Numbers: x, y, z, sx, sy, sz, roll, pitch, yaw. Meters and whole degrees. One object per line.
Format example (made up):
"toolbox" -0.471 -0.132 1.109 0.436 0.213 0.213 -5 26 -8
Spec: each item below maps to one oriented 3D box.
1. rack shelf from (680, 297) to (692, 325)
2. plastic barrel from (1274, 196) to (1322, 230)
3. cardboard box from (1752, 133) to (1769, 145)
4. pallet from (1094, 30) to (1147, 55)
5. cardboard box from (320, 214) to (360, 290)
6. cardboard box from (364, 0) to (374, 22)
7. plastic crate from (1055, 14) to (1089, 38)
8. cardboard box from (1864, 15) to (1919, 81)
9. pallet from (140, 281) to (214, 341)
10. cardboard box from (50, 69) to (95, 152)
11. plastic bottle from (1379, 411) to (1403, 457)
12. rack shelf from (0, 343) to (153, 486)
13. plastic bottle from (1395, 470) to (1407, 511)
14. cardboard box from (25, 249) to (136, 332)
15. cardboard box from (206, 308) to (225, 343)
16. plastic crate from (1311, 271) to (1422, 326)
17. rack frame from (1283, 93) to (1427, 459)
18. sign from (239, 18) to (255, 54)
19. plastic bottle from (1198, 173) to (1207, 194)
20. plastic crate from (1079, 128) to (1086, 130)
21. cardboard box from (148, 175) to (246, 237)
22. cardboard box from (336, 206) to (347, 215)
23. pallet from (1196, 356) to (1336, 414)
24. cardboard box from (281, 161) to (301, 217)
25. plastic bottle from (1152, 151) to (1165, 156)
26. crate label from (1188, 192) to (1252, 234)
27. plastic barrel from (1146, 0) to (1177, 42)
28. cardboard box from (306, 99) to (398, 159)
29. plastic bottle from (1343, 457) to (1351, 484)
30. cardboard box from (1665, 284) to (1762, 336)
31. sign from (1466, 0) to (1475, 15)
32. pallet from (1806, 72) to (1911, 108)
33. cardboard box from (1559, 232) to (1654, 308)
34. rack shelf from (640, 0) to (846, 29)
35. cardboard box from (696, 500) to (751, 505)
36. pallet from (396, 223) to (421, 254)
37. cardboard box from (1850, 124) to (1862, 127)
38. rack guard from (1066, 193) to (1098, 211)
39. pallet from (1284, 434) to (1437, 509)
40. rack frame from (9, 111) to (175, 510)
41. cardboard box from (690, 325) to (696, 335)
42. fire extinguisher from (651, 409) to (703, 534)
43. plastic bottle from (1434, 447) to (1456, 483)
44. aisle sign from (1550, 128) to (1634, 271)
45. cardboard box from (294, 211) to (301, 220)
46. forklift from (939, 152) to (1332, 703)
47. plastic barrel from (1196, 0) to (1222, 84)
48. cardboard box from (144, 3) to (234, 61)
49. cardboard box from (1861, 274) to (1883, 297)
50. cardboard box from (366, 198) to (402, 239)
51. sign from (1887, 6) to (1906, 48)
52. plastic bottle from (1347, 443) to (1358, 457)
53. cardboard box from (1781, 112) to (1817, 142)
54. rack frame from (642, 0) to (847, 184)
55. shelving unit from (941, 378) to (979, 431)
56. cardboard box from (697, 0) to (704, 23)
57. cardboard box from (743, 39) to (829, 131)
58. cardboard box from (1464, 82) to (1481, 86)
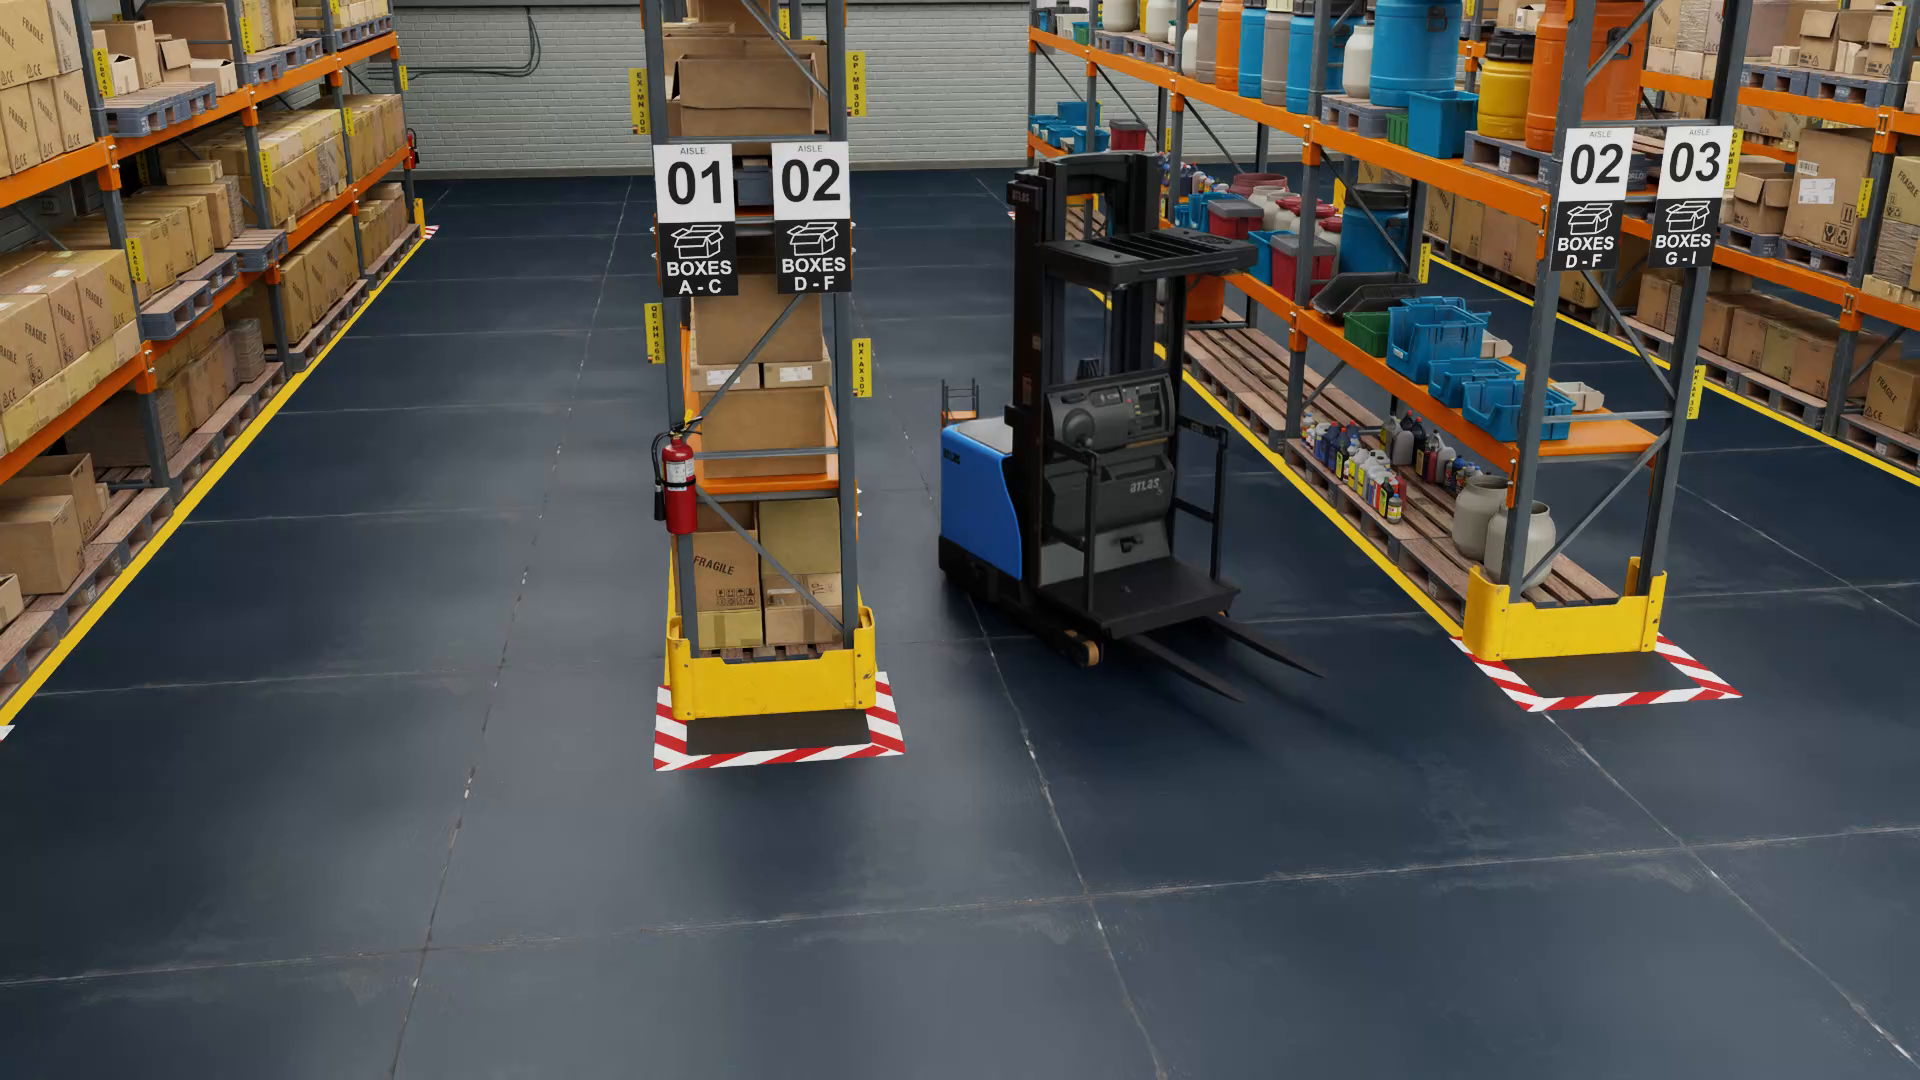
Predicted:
"rack shelf" -1.952 -2.213 14.883 1.077 0.370 4.000 -3 21 -8
"plastic barrel" 3.150 -2.916 15.543 0.433 0.535 0.433 0 20 0
"cardboard box" 11.431 -5.673 23.477 0.380 0.149 0.250 -4 21 -10
"pallet" 2.295 -5.927 19.780 1.213 0.211 1.003 -3 21 -8
"cardboard box" -7.496 -3.348 19.365 0.750 0.750 0.750 -3 21 -7
"cardboard box" -7.770 -6.740 21.158 0.500 0.250 0.500 -4 21 -9
"plastic crate" 1.523 -6.828 22.093 0.437 0.282 0.530 -3 21 -8
"cardboard box" 8.170 -4.174 14.070 0.797 0.503 0.637 -4 21 -10
"pallet" -6.531 -1.789 12.993 1.003 0.211 1.213 -3 21 -8
"cardboard box" -6.247 -2.905 11.248 0.500 0.500 0.500 -2 21 -6
"plastic bottle" 3.474 -0.856 13.378 0.144 0.351 0.185 -3 21 -8
"rack shelf" -6.277 -0.577 10.503 1.077 0.370 4.000 -3 21 -8
"plastic bottle" 3.213 -0.363 12.155 0.061 0.283 0.133 -3 21 -8
"cardboard box" -6.191 -1.749 11.726 0.500 0.500 0.500 -3 21 -8
"cardboard box" -6.966 -1.931 14.971 0.500 0.250 0.500 -3 21 -7
"plastic crate" 3.188 -1.890 13.077 0.767 0.338 0.504 -3 21 -8
"rack frame" 3.239 -2.106 13.569 1.000 3.000 0.127 -3 21 -8
"sign" -6.604 -4.666 15.395 0.100 0.325 0.005 -3 21 -8
"plastic bottle" 2.763 -4.039 18.926 0.097 0.271 0.097 0 20 0
"plastic crate" 1.833 -5.791 23.726 0.396 0.136 0.243 -3 21 -8
"cardboard box" -7.064 -3.082 15.410 0.700 0.500 0.500 -5 21 -14
"cardboard box" -8.017 -4.184 21.176 0.380 0.149 0.250 -4 21 -9
"pallet" 2.908 -1.493 15.913 1.003 0.211 1.213 -3 21 -8
"cardboard box" -7.025 -3.550 16.838 0.500 0.500 0.500 -2 21 -6
"plastic bottle" 2.462 -4.698 20.685 0.152 0.276 0.135 -3 21 -8
"crate label" 2.538 -3.150 16.313 0.502 0.435 0.616 -3 21 -8
"plastic barrel" 2.257 -5.763 18.278 0.433 0.535 0.433 0 20 0
"cardboard box" -8.095 -5.475 22.158 0.980 0.700 0.700 -3 21 -8
"plastic bottle" 2.989 -0.537 12.737 0.097 0.201 0.097 0 20 0
"cardboard box" 7.772 -2.354 17.175 0.700 0.500 0.500 -5 21 -12
"sign" 6.438 -6.782 20.948 0.100 0.325 0.005 -3 21 -8
"pallet" 8.156 -3.893 14.332 1.213 0.211 1.003 -3 21 -8
"cardboard box" 7.484 -3.183 18.887 1.225 0.875 0.875 -4 21 -10
"rack shelf" -1.375 -3.451 10.196 1.077 0.370 4.000 -3 21 -8
"cardboard box" -1.617 -0.249 10.854 0.500 0.500 0.500 -3 21 -8
"pallet" -8.102 -4.182 23.112 1.003 0.211 1.213 -3 21 -8
"cardboard box" 11.592 -5.354 21.173 0.380 0.149 0.250 -3 21 -7
"rack guard" 1.493 -5.098 25.151 1.175 0.500 0.348 -3 21 -8
"pallet" 3.294 -0.565 13.429 1.003 0.211 1.213 -3 21 -8
"rack frame" -6.565 -1.607 12.231 1.000 3.000 0.127 -3 21 -8
"cardboard box" -1.441 -1.213 10.106 0.380 0.149 0.250 -3 21 -7
"fire extinguisher" -1.529 -0.372 9.037 0.296 0.674 0.183 -3 21 -8
"plastic bottle" 3.710 -0.593 12.782 0.152 0.276 0.135 -3 21 -7
"aisle sign" 3.532 -1.899 9.299 0.394 0.787 0.004 -3 21 -8
"cardboard box" -7.173 -3.453 17.505 0.380 0.149 0.250 -3 21 -7
"forklift" 1.053 -0.781 10.119 1.130 2.935 3.031 -12 24 -29
"plastic barrel" 2.566 -4.836 15.874 0.600 0.901 0.600 0 20 0
"cardboard box" -7.267 -4.812 15.753 0.700 0.500 0.500 -5 21 -12
"cardboard box" 7.873 -2.149 14.042 0.380 0.149 0.250 -3 21 -8
"cardboard box" -8.023 -4.377 22.620 0.700 0.500 0.500 -3 21 -8
"sign" 7.591 -4.159 13.475 0.100 0.325 0.005 -3 21 -8
"plastic bottle" 3.030 -0.620 12.859 0.097 0.271 0.097 0 20 0
"cardboard box" 11.560 -5.681 22.571 0.500 0.500 0.500 -3 21 -8
"rack frame" -1.087 -3.283 8.146 1.000 3.000 0.127 -3 21 -8
"shelving unit" 0.002 -0.557 11.993 0.258 1.200 0.189 -3 21 -8
"cardboard box" -1.818 -4.152 13.302 0.500 0.500 0.500 -1 21 -3
"cardboard box" -1.056 -2.776 10.131 0.500 0.500 0.500 -3 21 -8
"cardboard box" 7.107 -5.896 22.433 0.500 0.500 0.500 -3 21 -8
